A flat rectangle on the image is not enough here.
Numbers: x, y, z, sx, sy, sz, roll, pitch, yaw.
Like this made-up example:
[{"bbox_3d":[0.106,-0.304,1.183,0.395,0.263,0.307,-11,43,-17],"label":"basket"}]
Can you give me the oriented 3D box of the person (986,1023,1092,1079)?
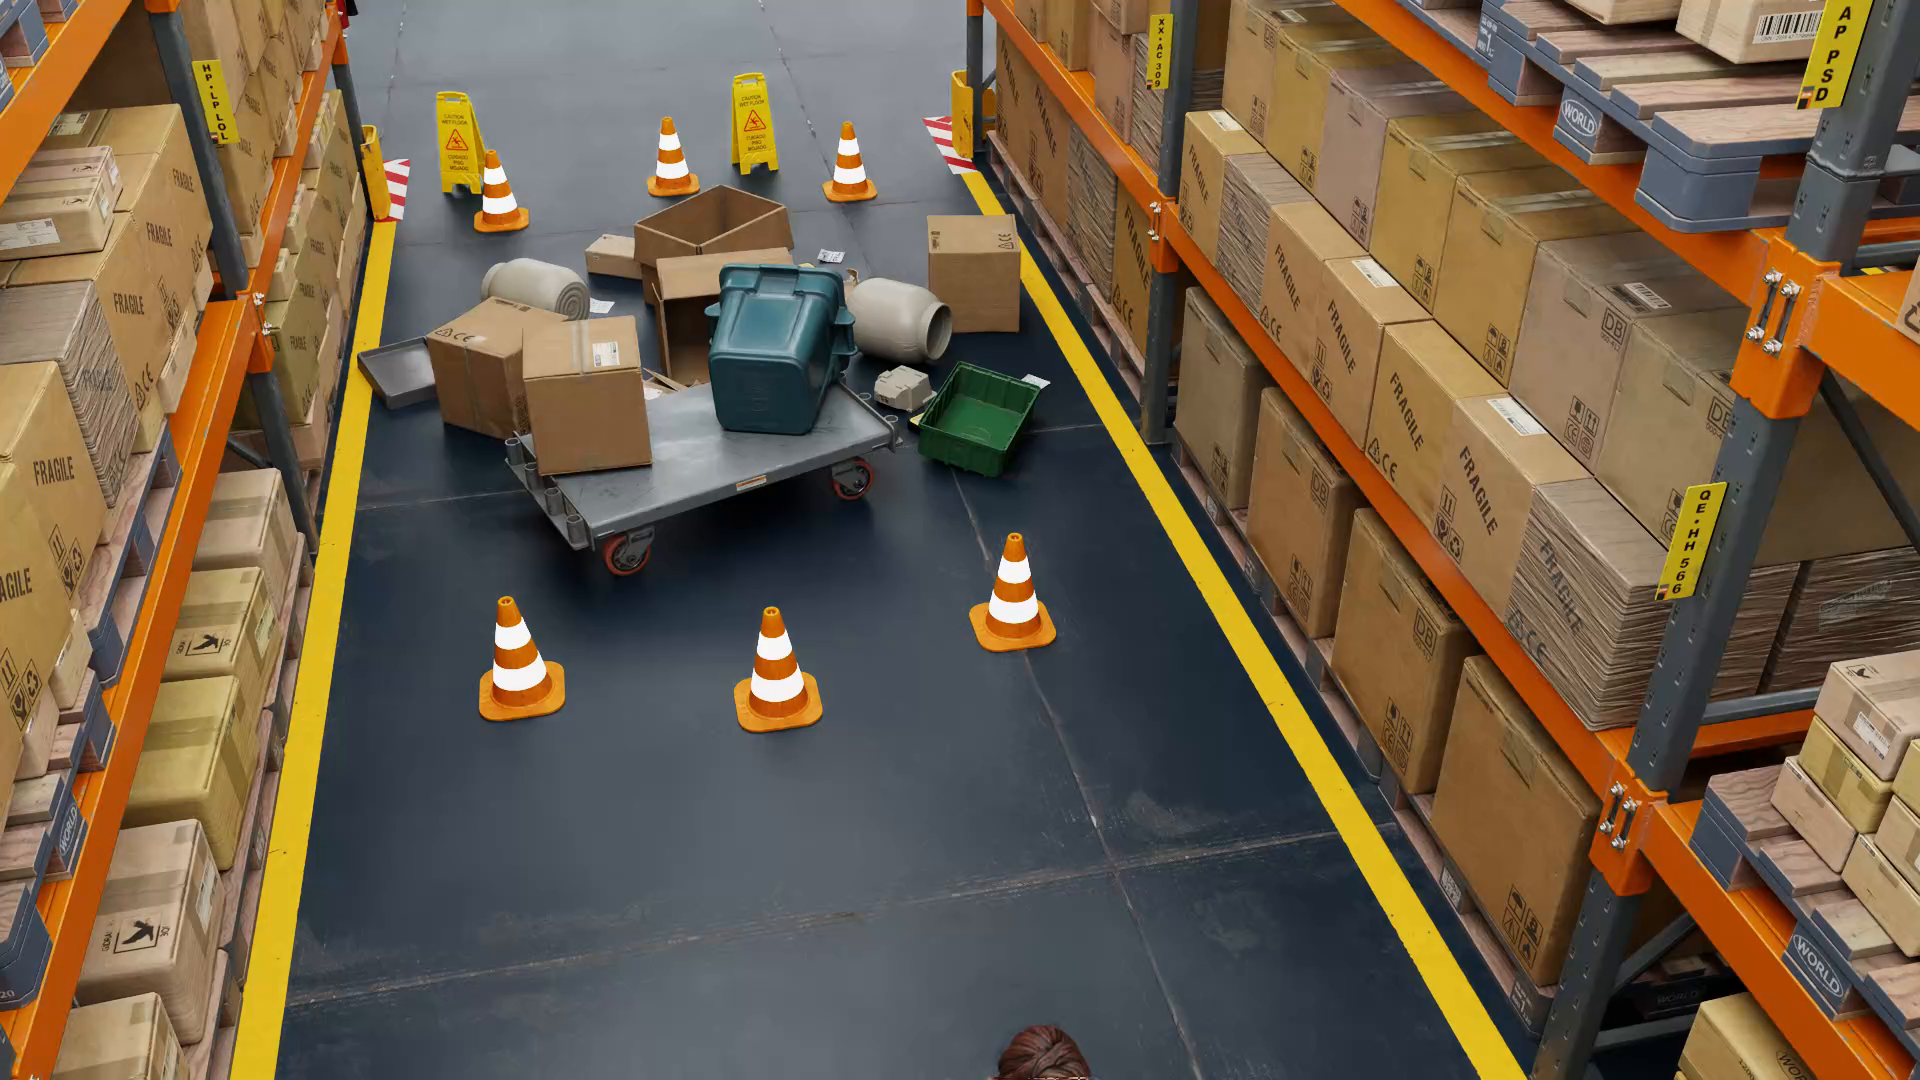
[{"bbox_3d":[0.176,1.658,3.685,0.440,1.660,0.526,-12,36,-17],"label":"person"}]
